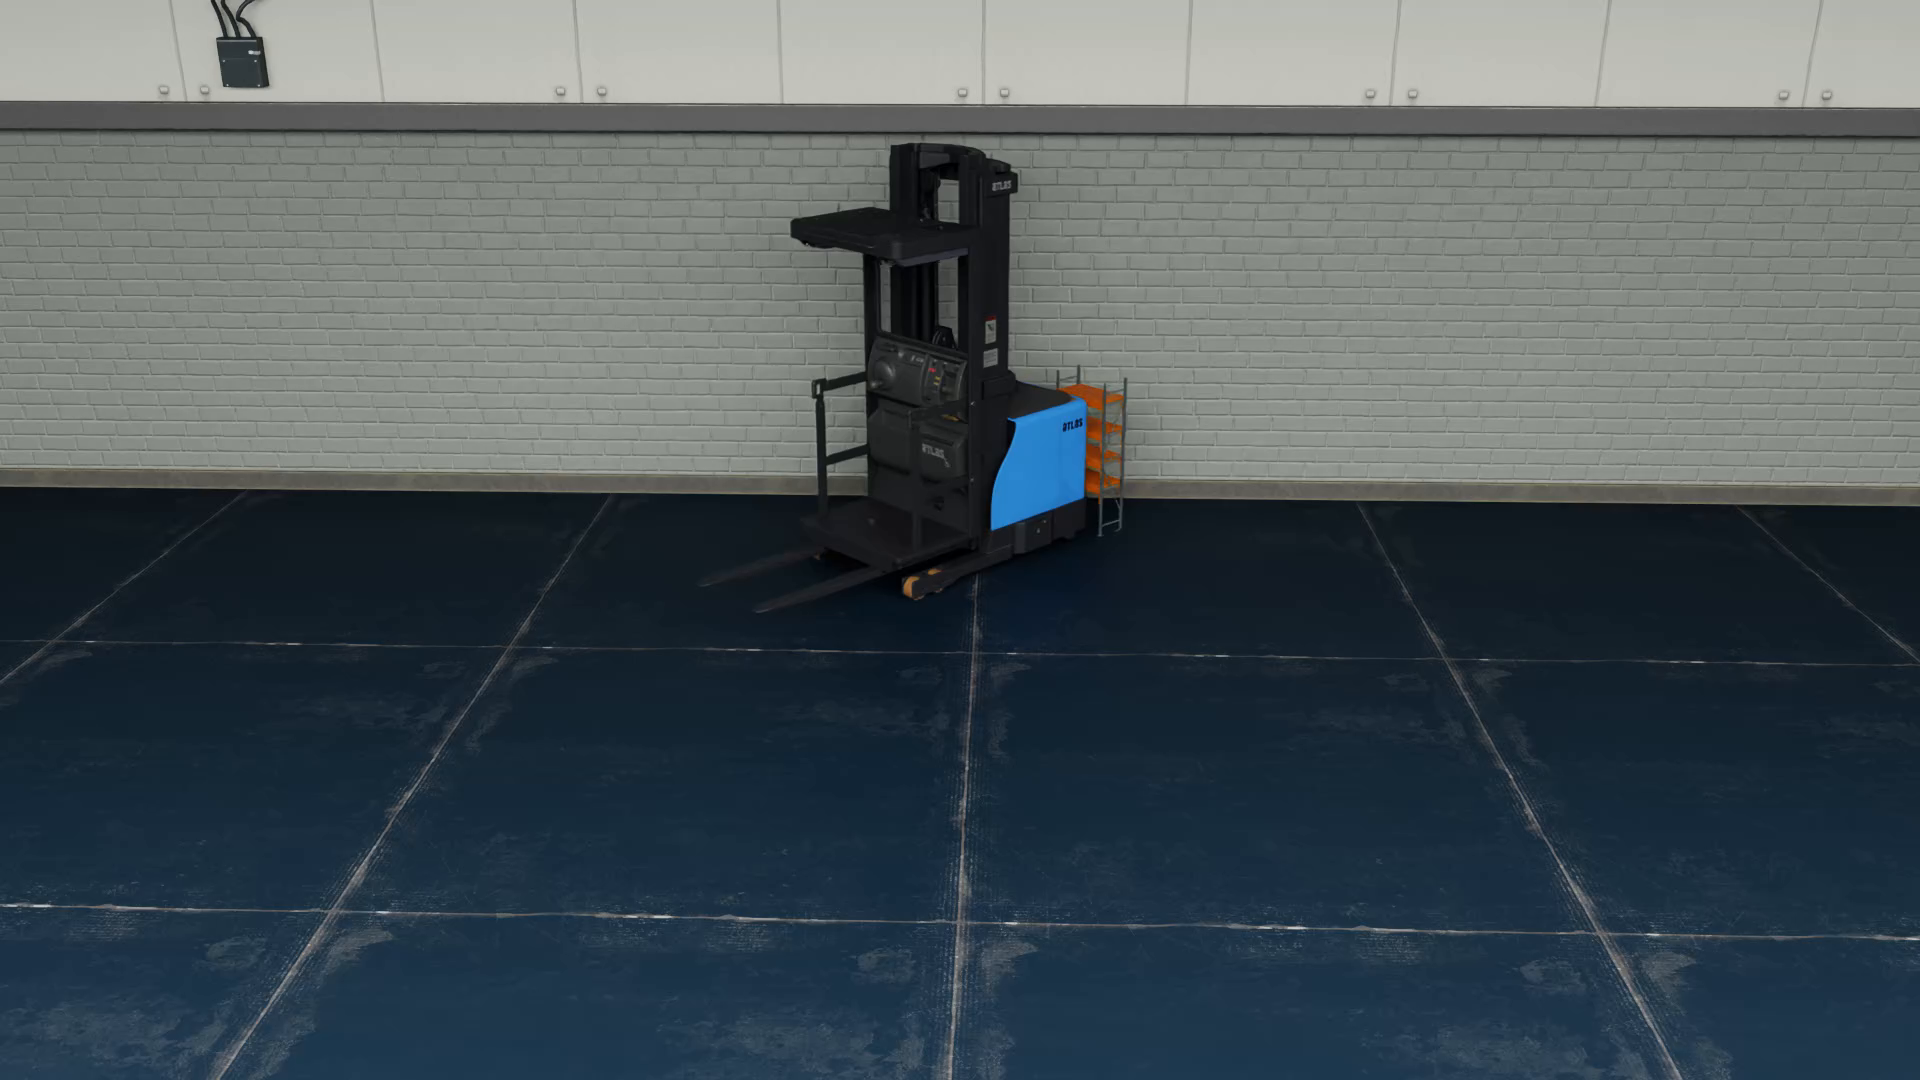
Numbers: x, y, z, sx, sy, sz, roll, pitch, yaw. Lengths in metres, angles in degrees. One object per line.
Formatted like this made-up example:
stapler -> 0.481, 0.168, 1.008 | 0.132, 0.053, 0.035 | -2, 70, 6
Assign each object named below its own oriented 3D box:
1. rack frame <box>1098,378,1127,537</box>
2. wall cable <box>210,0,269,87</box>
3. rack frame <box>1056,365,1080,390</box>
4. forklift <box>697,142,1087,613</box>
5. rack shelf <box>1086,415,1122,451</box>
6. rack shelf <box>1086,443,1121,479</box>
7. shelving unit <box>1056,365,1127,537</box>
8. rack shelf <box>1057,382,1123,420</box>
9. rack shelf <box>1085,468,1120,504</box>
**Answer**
rack frame -> 1.143, -0.612, 12.449 | 0.240, 1.200, 0.015 | -18, 27, -38
wall cable -> -4.324, -6.165, 11.276 | 2.305, 6.003, 0.169 | 1, 21, 2
rack frame -> 0.820, -0.745, 12.790 | 0.240, 1.200, 0.015 | -18, 27, -38
forklift -> -0.453, -1.161, 11.469 | 3.031, 2.935, 1.130 | -19, 28, -41
rack shelf -> 0.982, -0.824, 12.563 | 0.258, 0.148, 0.480 | -18, 27, -38
rack shelf -> 0.982, -0.616, 12.644 | 0.258, 0.148, 0.480 | -18, 27, -38
shelving unit -> 0.982, -0.679, 12.619 | 0.258, 1.200, 0.503 | -18, 27, -38
rack shelf -> 0.982, -1.045, 12.477 | 0.258, 0.148, 0.480 | -18, 27, -38
rack shelf -> 0.982, -0.431, 12.715 | 0.258, 0.148, 0.480 | -18, 27, -38
